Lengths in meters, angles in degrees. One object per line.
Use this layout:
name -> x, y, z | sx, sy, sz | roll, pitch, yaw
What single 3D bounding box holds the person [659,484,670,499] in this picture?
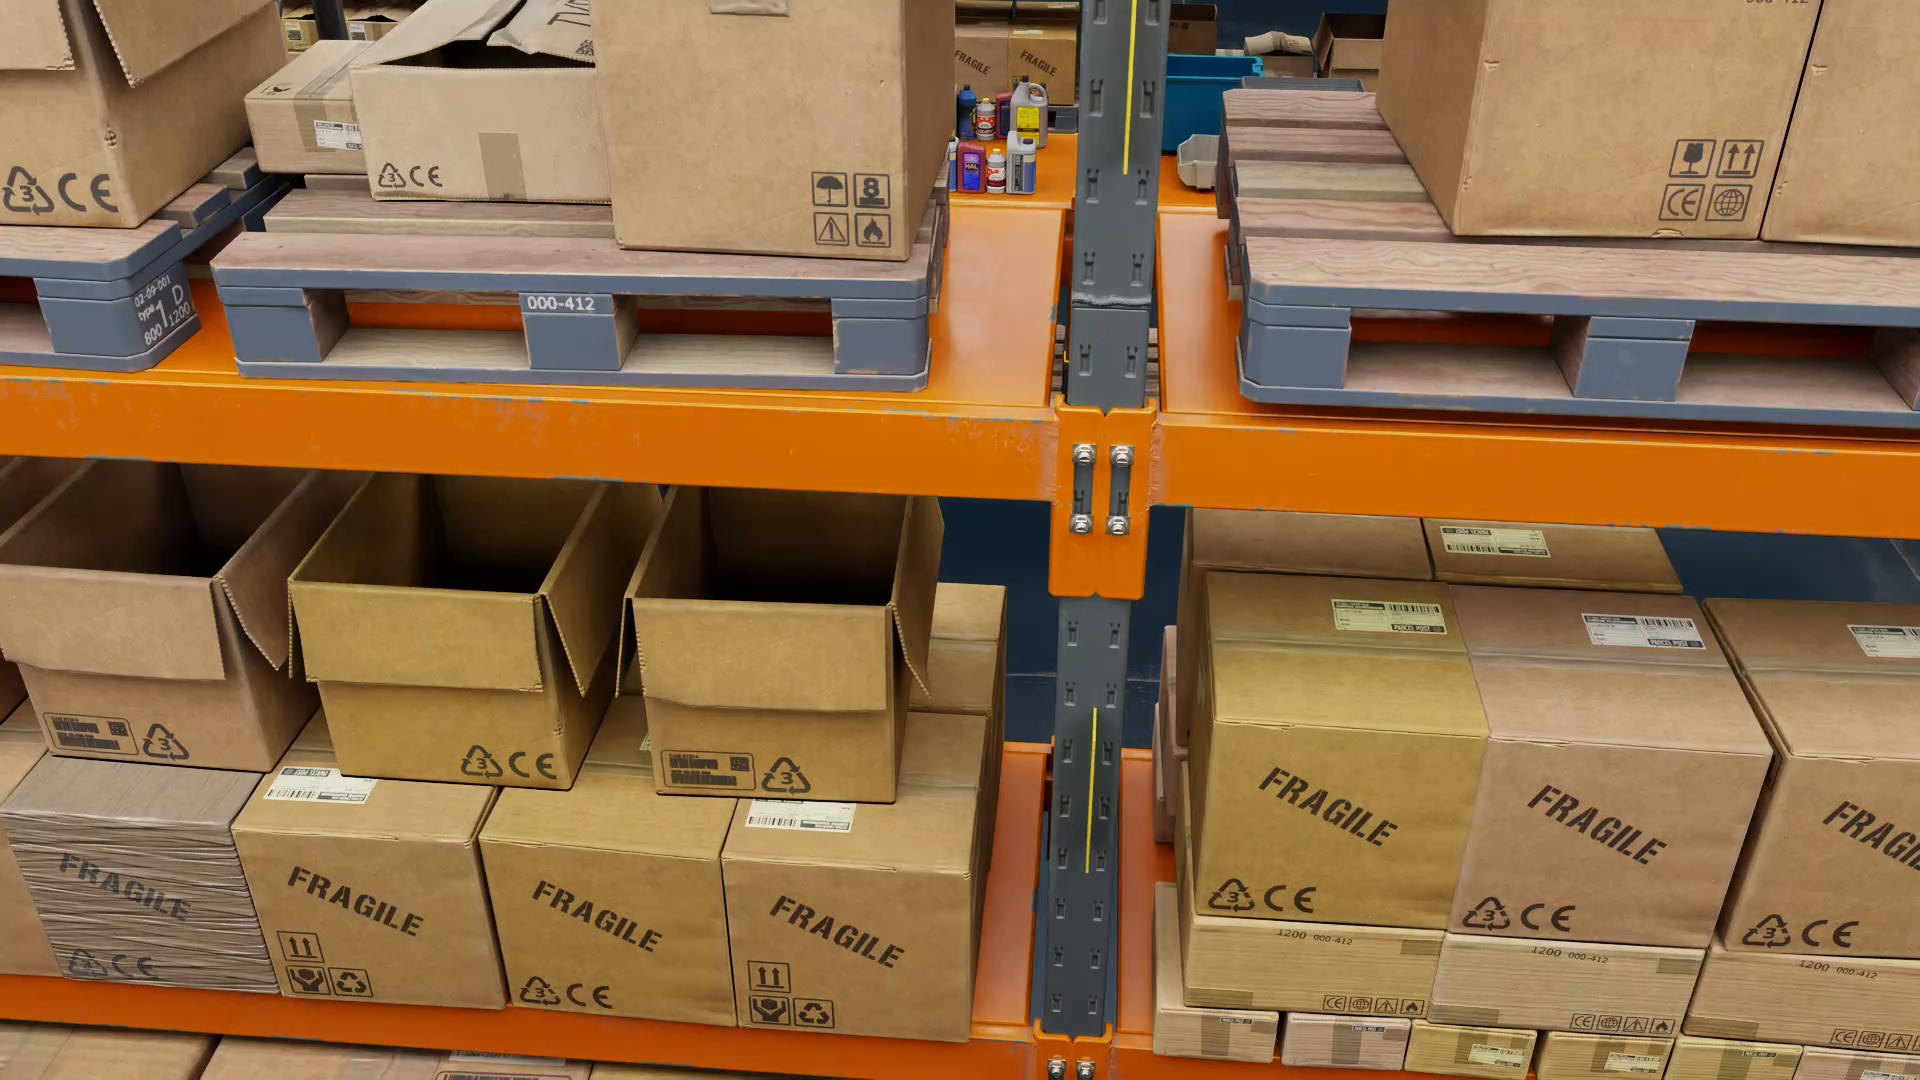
person -> -1.074, -0.429, 6.824 | 0.527, 1.653, 0.350 | 1, 32, 1
